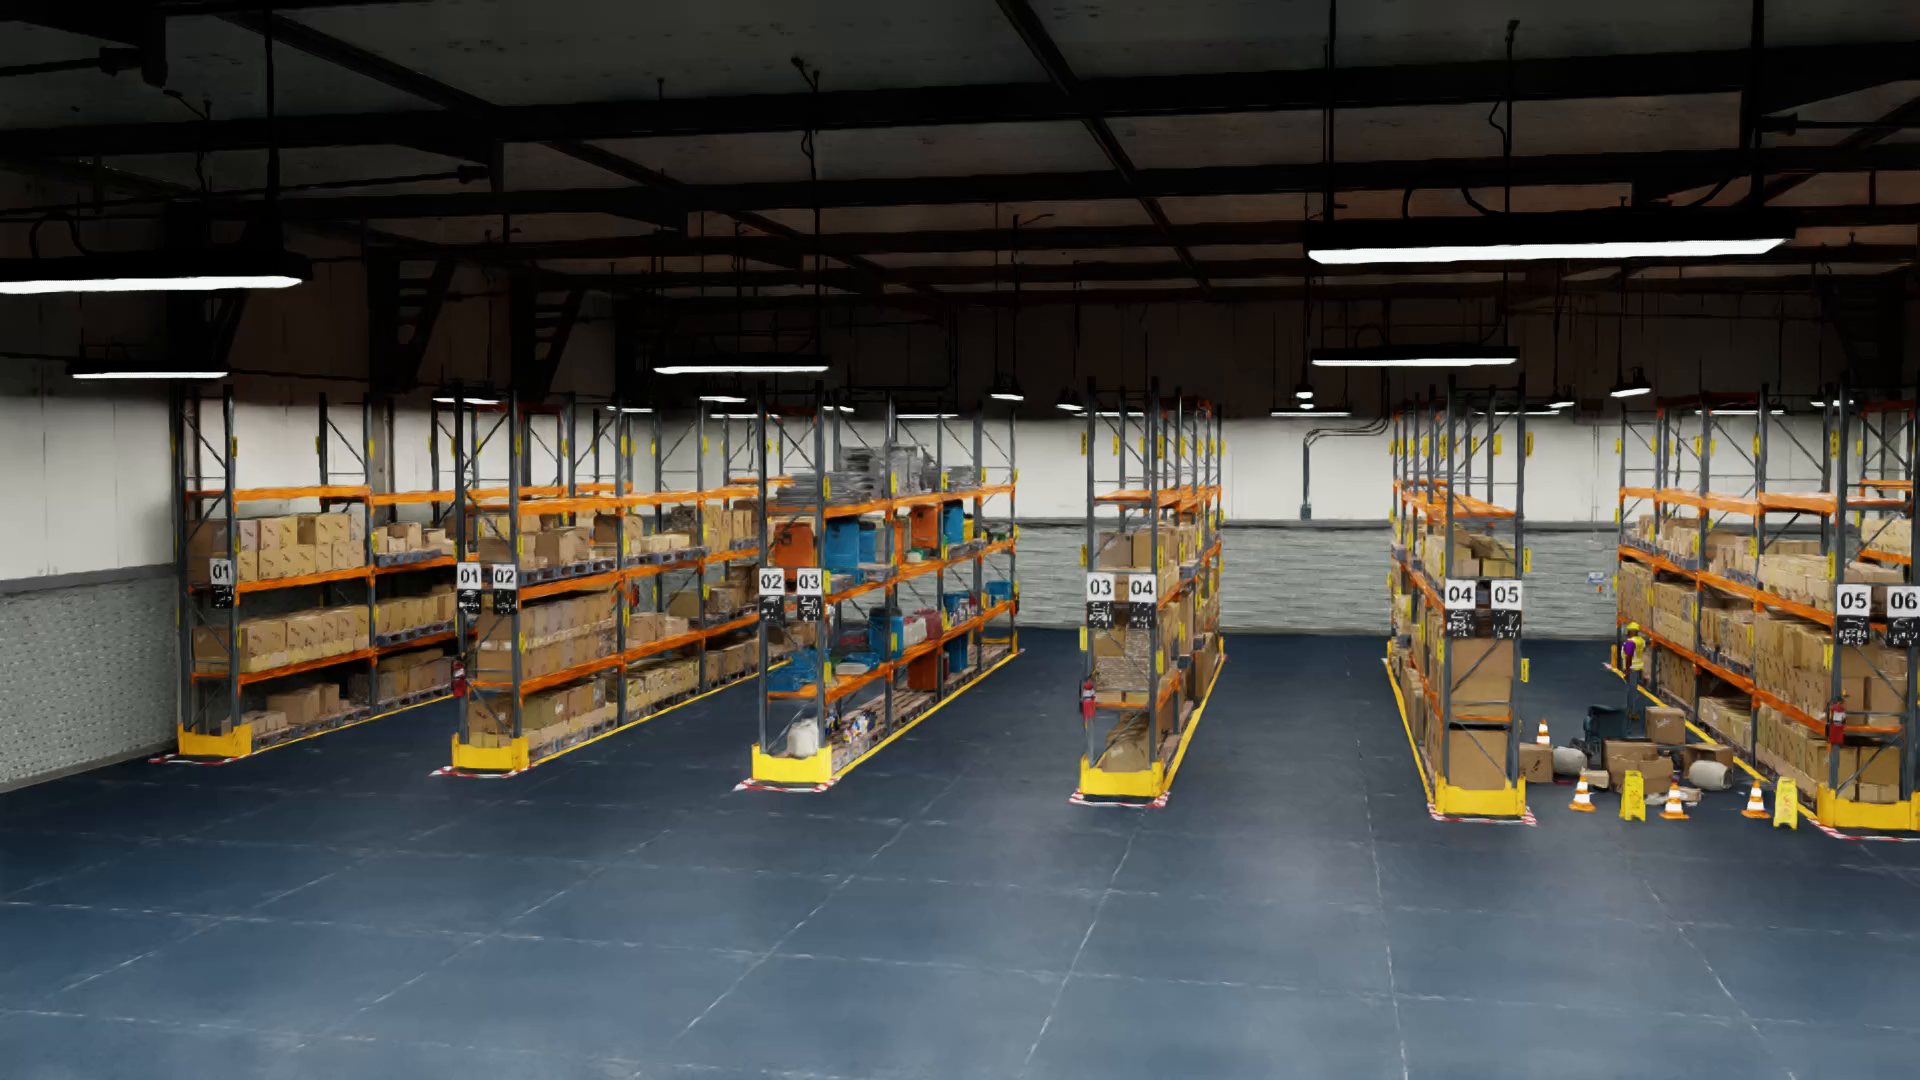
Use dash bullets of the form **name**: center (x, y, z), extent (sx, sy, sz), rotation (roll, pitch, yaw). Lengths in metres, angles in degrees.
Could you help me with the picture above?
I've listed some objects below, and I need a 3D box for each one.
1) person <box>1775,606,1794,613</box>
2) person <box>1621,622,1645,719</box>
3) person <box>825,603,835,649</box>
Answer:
- **person**: center (20.134, 1.869, 40.464), extent (0.486, 1.718, 0.714), rotation (-1, 3, -18)
- **person**: center (12.361, 2.385, 30.705), extent (0.503, 1.764, 0.624), rotation (3, 4, 42)
- **person**: center (-3.045, 1.994, 38.465), extent (0.365, 1.689, 0.613), rotation (0, 3, 0)
